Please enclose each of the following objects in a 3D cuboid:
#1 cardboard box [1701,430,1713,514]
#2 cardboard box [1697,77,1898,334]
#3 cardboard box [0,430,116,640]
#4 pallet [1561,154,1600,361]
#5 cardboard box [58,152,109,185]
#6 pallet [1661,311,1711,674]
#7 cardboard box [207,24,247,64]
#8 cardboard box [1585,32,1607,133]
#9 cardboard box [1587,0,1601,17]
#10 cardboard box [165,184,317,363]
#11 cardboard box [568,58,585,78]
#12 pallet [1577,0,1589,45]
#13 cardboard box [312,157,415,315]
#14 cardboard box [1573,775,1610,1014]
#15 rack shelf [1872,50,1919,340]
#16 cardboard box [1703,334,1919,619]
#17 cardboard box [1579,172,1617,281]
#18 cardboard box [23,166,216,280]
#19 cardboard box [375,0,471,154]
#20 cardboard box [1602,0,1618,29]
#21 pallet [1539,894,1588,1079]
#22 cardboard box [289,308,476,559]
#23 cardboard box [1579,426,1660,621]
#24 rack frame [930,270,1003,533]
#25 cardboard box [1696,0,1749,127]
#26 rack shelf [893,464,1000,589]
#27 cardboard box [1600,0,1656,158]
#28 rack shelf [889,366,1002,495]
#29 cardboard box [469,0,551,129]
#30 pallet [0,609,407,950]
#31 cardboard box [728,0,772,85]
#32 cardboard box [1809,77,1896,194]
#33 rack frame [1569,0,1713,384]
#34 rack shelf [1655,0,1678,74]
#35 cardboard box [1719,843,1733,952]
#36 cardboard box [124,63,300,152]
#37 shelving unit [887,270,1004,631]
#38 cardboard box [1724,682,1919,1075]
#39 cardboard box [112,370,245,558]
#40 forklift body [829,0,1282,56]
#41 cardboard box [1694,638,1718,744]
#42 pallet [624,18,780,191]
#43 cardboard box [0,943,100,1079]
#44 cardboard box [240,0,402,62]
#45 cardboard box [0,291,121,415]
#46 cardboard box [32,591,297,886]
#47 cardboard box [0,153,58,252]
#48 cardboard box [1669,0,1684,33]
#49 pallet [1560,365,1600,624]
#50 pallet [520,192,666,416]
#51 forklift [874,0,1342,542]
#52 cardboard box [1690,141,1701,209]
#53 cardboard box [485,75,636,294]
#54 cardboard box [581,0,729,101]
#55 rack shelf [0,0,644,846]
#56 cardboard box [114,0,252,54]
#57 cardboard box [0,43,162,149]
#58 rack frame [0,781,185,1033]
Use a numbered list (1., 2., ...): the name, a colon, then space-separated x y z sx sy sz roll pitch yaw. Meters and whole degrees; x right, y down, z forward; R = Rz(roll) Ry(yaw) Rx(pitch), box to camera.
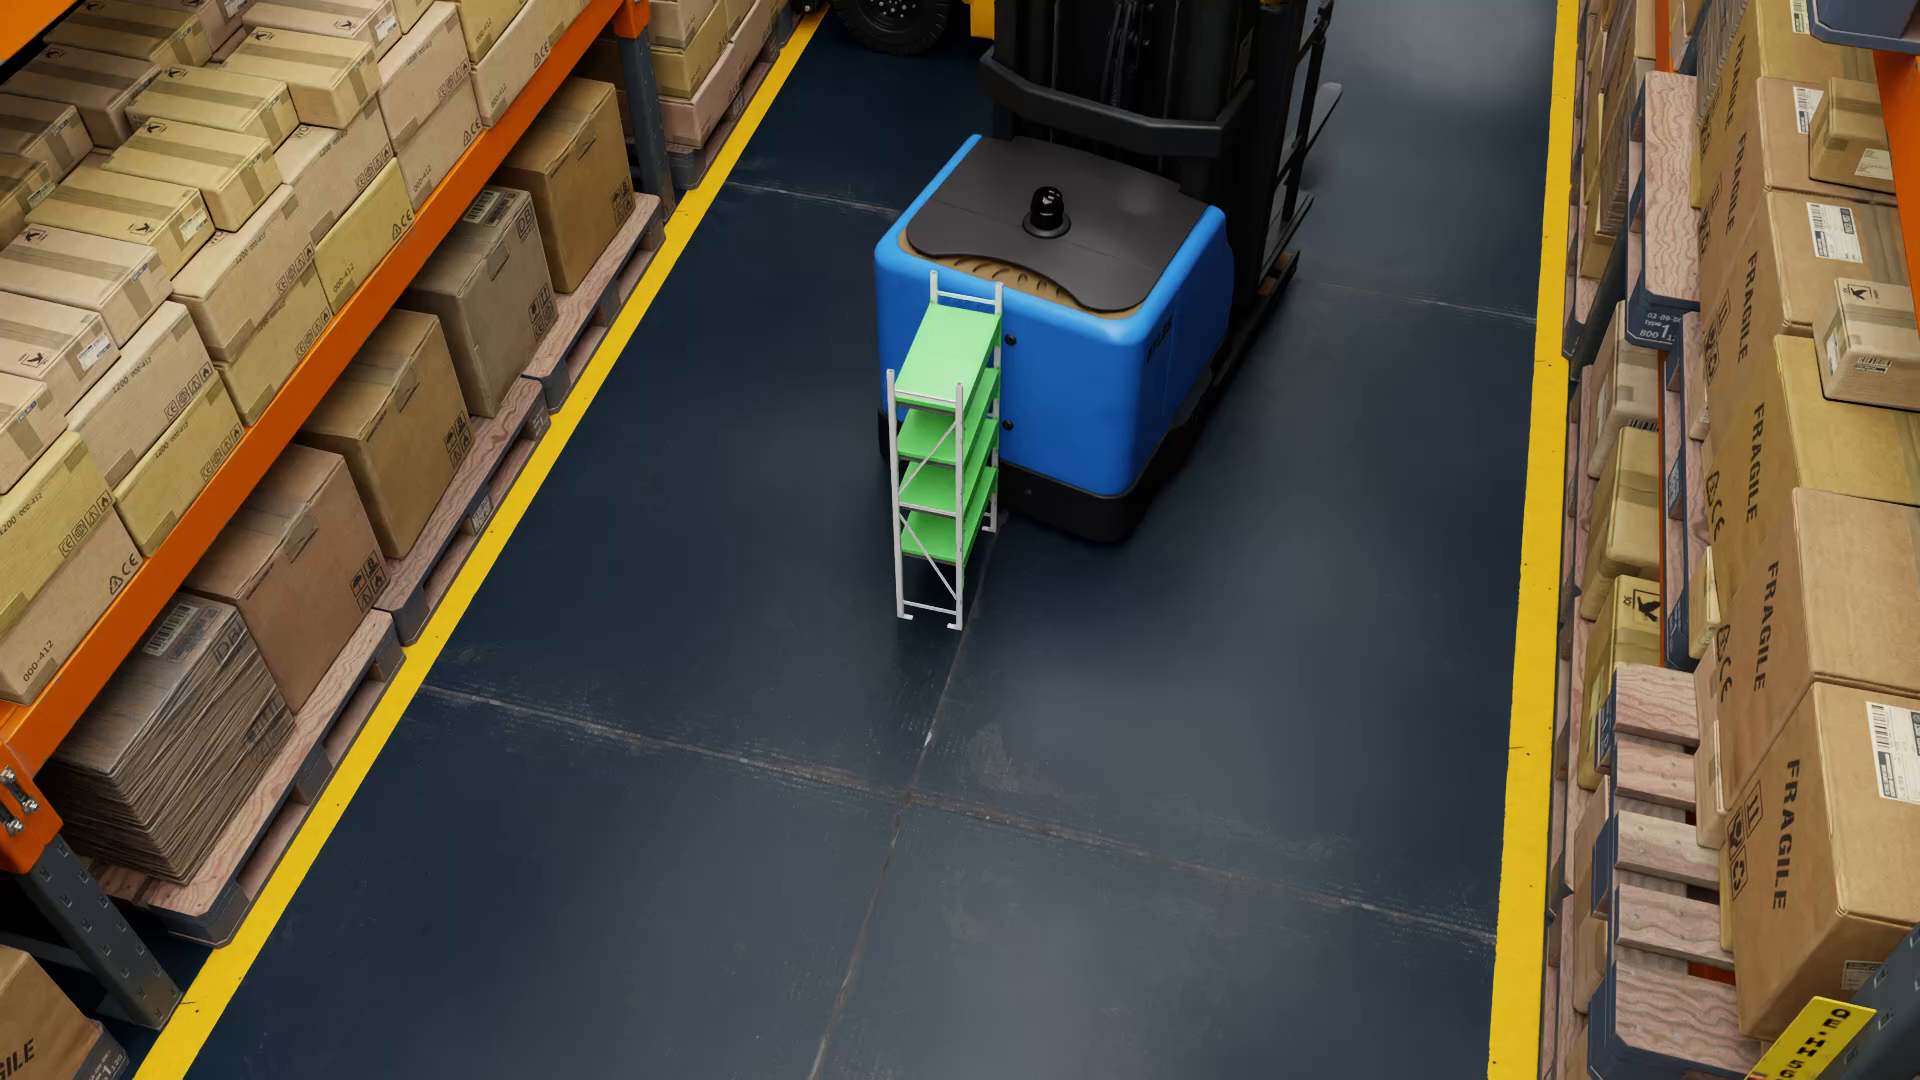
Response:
1. cardboard box: 2.136 -0.168 4.285 0.380 0.149 0.250 10 49 9
2. cardboard box: 2.323 -0.857 4.460 0.500 0.500 0.500 11 50 10
3. cardboard box: -2.468 -0.053 4.063 0.500 0.250 0.500 12 50 10
4. pallet: 3.140 -1.156 7.129 1.003 0.211 1.213 12 50 10
5. cardboard box: -2.727 -0.897 4.808 0.500 0.250 0.500 11 50 10
6. pallet: 2.426 -0.069 4.438 1.003 0.211 1.213 12 50 10
7. cardboard box: -2.461 -1.631 5.456 0.500 0.250 0.500 10 49 9
8. cardboard box: 3.163 -2.050 7.612 0.500 0.250 0.500 12 50 11
9. cardboard box: 3.430 -2.812 8.285 0.500 0.250 0.500 13 50 11
10. cardboard box: -2.204 -0.795 4.718 0.500 0.250 0.500 10 49 9
11. cardboard box: -1.861 -2.350 7.544 0.500 0.250 0.500 11 49 9
12. pallet: 3.783 -2.921 8.687 1.003 0.211 1.213 12 50 10
13. cardboard box: -2.088 -1.004 5.236 0.500 0.250 0.500 13 50 11
14. cardboard box: 2.290 1.096 4.755 0.950 0.372 0.625 11 49 9
15. rack shelf: 2.471 -0.894 3.517 1.077 0.370 4.000 12 50 10
16. cardboard box: 2.053 -0.088 3.782 0.500 0.500 0.500 9 49 7
17. cardboard box: 2.894 -1.296 6.947 0.500 0.250 0.500 14 50 12
18. cardboard box: -2.271 -0.853 4.503 0.380 0.149 0.250 12 50 10
19. cardboard box: -1.943 -1.531 5.367 0.500 0.250 0.500 12 50 11
20. cardboard box: 3.292 -2.670 7.659 0.500 0.500 0.500 12 50 11
21. pallet: 2.152 1.665 4.640 1.003 0.211 1.213 12 50 10
22. cardboard box: -2.326 -0.432 5.935 0.875 0.625 0.625 10 49 8
23. cardboard box: 2.676 0.045 5.682 0.950 0.372 0.625 14 50 12
24. rack frame: 0.021 -0.454 5.850 0.240 1.200 0.015 12 50 10
25. cardboard box: 2.598 -1.574 5.093 0.500 0.500 0.500 13 50 11
26. rack shelf: -0.044 -0.076 5.922 0.258 0.148 0.480 12 50 10
27. cardboard box: 3.027 -1.912 6.991 0.500 0.500 0.500 12 50 11
28. rack shelf: -0.044 -0.394 5.562 0.258 0.148 0.480 12 50 10
29. cardboard box: -1.799 -1.732 5.878 0.500 0.250 0.500 11 50 10
30. pallet: -2.590 0.666 5.522 1.003 0.211 1.213 12 50 10
31. cardboard box: -1.226 -2.447 7.963 0.500 0.250 0.500 11 49 9
32. cardboard box: 2.346 -0.995 4.149 0.380 0.149 0.250 14 50 12
33. rack frame: 2.998 -1.586 5.649 1.000 3.000 0.127 12 50 10
34. rack shelf: 3.524 -2.794 7.196 1.077 0.370 4.000 12 50 10
35. cardboard box: 1.805 0.760 3.466 0.380 0.149 0.250 12 50 11
36. cardboard box: -2.172 -1.232 4.838 0.380 0.149 0.250 12 50 10
37. shelving unit: -0.044 -0.277 5.694 0.258 1.200 0.503 12 50 10
38. cardboard box: 1.796 0.653 3.128 0.500 0.500 0.500 10 49 9
39. cardboard box: -2.355 -0.255 4.575 0.500 0.250 0.500 11 49 9
40. forklift body: 0.522 -3.443 7.855 2.313 2.155 1.214 12 50 10
41. cardboard box: 1.902 0.388 3.794 0.380 0.149 0.250 9 49 8
42. pallet: -1.542 -2.207 8.057 1.003 0.211 1.213 12 50 10
43. cardboard box: -2.749 1.367 4.430 0.500 0.500 0.500 13 50 11
44. cardboard box: -1.976 -1.589 5.153 0.380 0.149 0.250 12 50 10
45. cardboard box: -2.365 -0.474 4.168 0.380 0.149 0.250 13 50 11
46. cardboard box: -2.667 0.529 5.086 0.875 0.625 0.625 13 50 11
47. cardboard box: -2.725 -0.944 4.583 0.380 0.149 0.250 11 50 10
48. cardboard box: 2.847 -1.977 6.162 0.380 0.149 0.250 13 50 11
49. pallet: 2.794 -0.100 6.197 1.003 0.211 1.213 12 50 10
50. pallet: -1.948 -1.099 7.079 1.003 0.211 1.213 12 50 10
51. forklift: 0.810 -2.074 6.125 1.130 2.935 3.031 21 52 18
52. cardboard box: 2.473 -1.125 5.130 0.380 0.149 0.250 12 50 11
53. cardboard box: -1.919 -1.536 6.909 0.875 0.625 0.625 14 50 12
54. cardboard box: -1.367 -2.246 7.452 0.500 0.250 0.500 11 50 10
55. rack shelf: -2.318 -0.878 5.504 1.077 0.370 4.000 12 50 10
56. cardboard box: -2.478 -1.687 5.239 0.380 0.149 0.250 11 50 10
57. cardboard box: -2.569 -1.307 4.903 0.380 0.149 0.250 13 50 11
58. rack frame: -2.845 0.331 3.958 1.000 3.000 0.127 12 50 10
